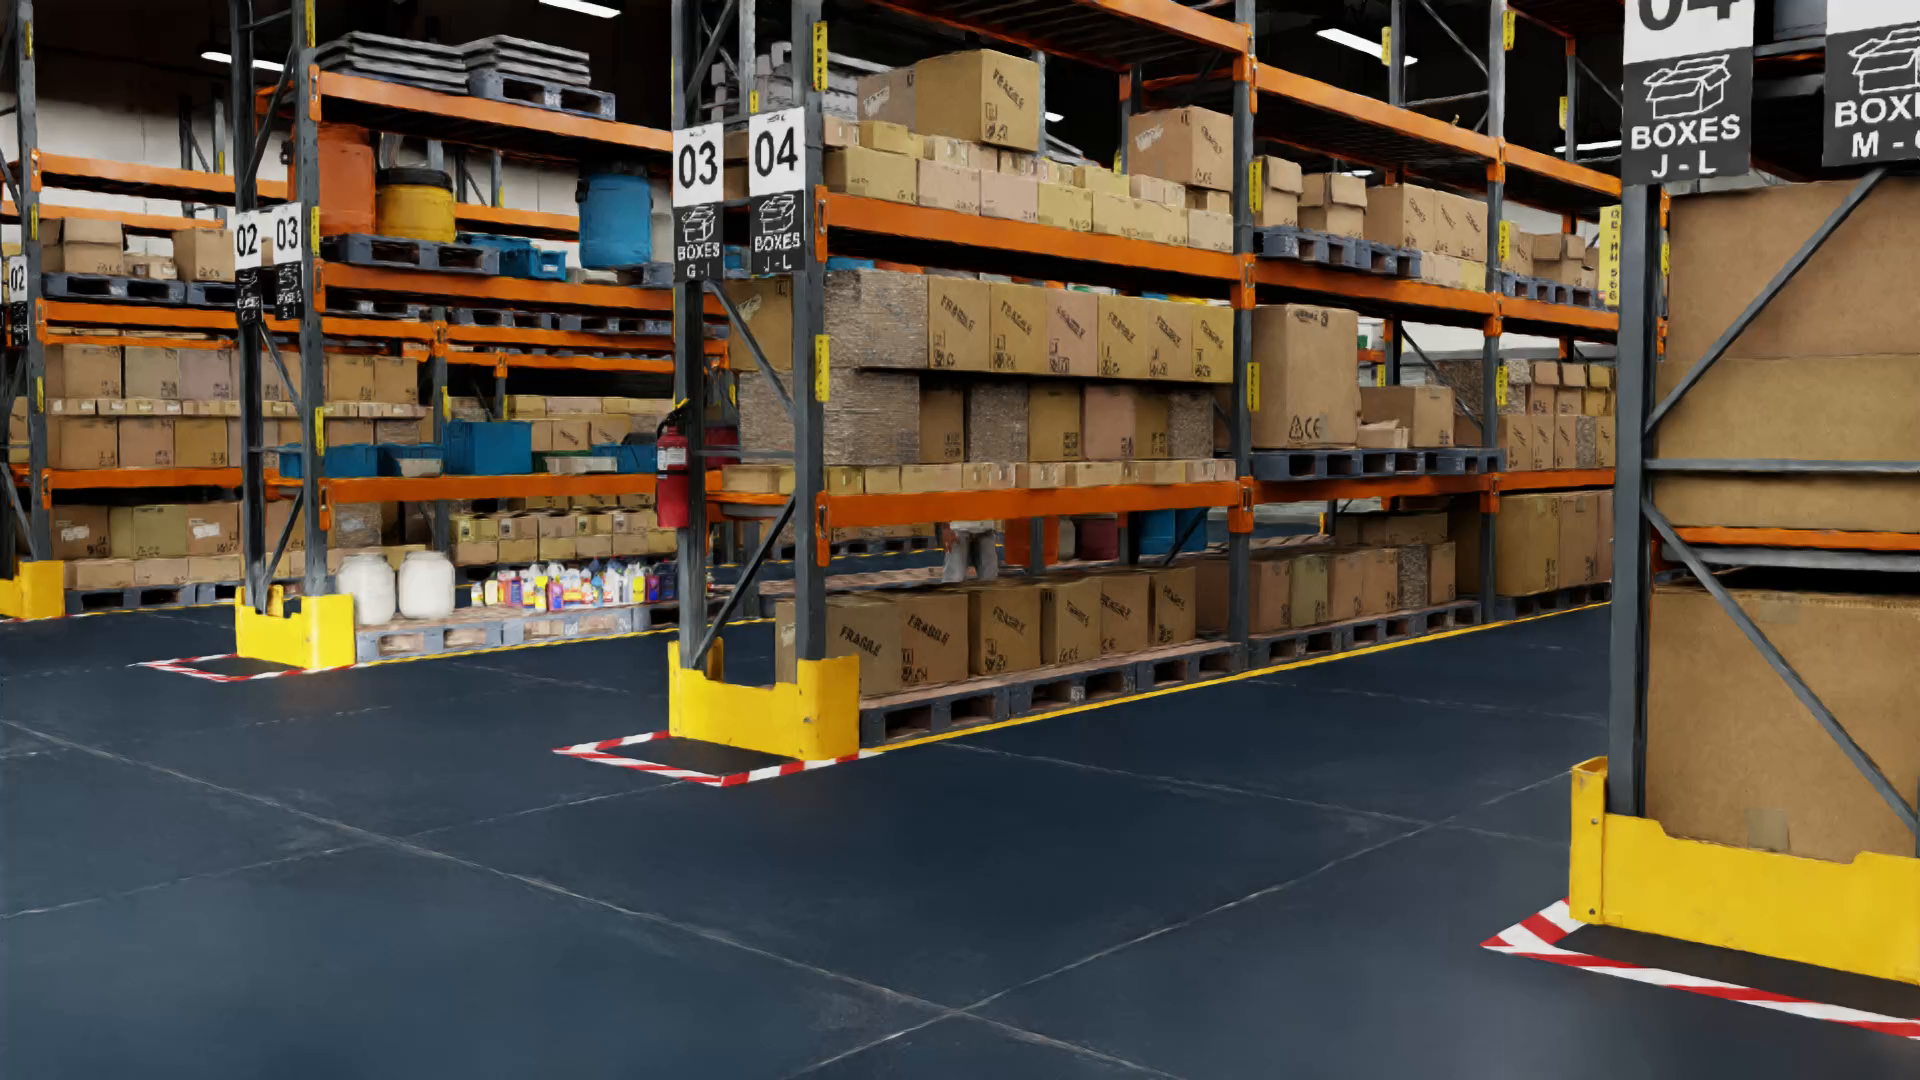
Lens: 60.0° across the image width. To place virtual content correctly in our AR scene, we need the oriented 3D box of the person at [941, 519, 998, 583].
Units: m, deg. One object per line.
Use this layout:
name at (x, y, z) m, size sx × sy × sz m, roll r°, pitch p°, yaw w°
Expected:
person at (0.055, -0.069, 12.628) m, size 0.664 × 1.751 × 0.440 m, roll -3°, pitch 5°, yaw -42°
